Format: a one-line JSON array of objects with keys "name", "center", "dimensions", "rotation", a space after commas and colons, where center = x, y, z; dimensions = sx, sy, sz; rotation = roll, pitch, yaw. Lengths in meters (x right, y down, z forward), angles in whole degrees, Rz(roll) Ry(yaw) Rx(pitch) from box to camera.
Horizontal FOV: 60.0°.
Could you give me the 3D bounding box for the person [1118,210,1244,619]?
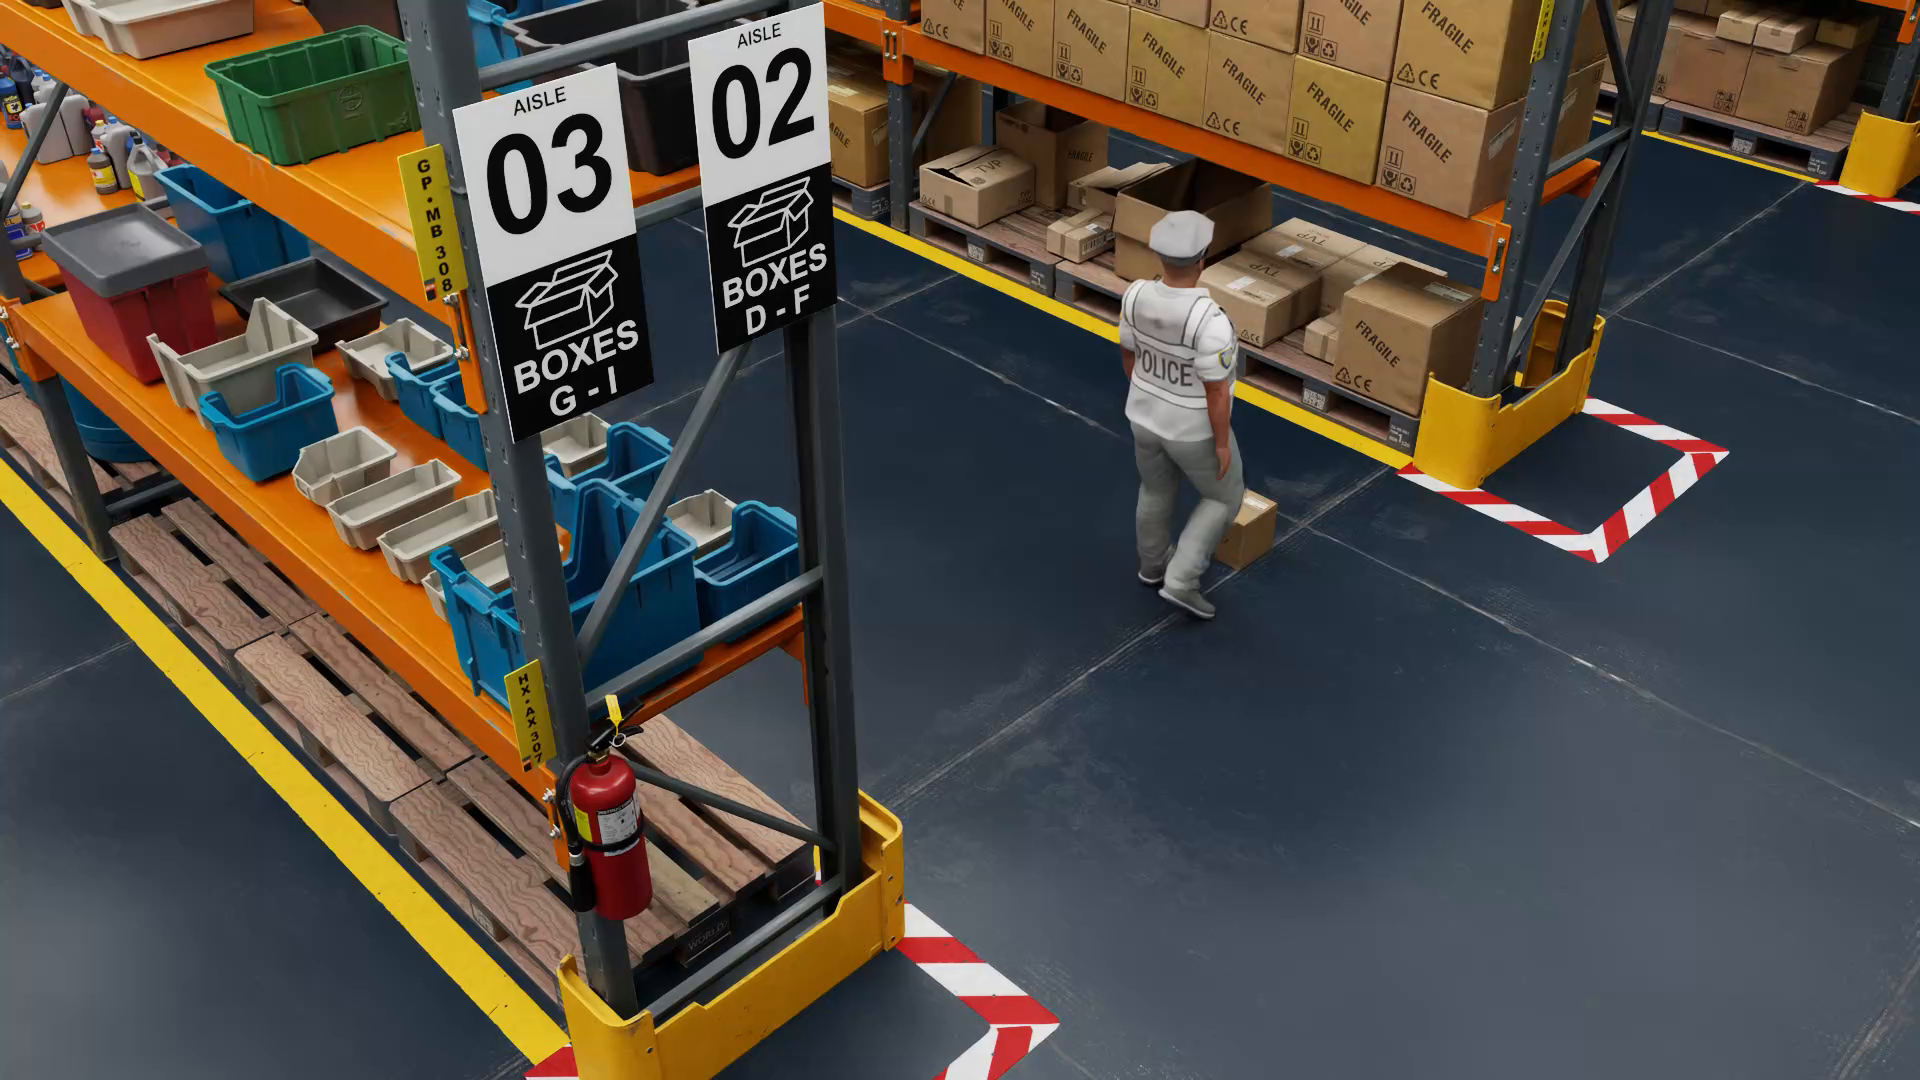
[{"name": "person", "center": [0.925, -0.505, 6.838], "dimensions": [0.488, 1.815, 0.567], "rotation": [-30, 45, -35]}]
